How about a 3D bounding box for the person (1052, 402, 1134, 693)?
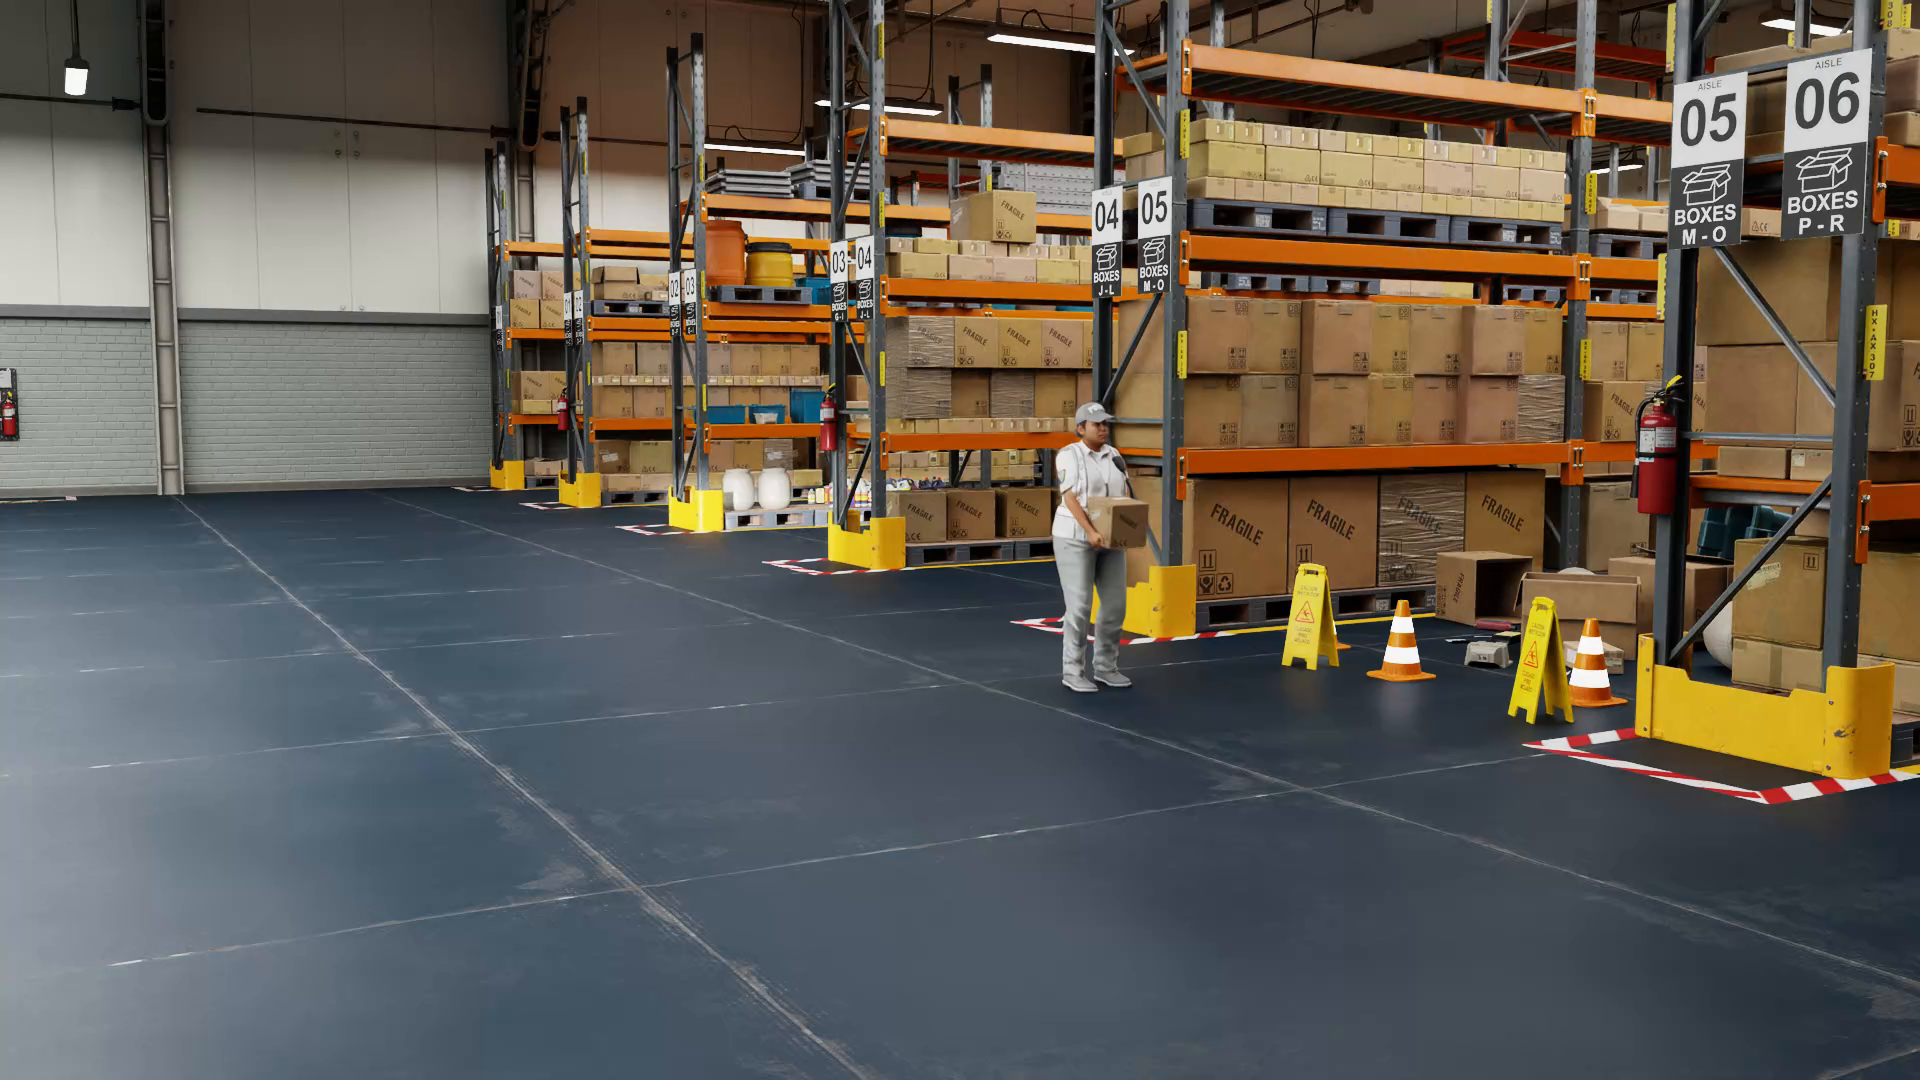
[{"bbox_3d":[0.806,0.036,9.643,0.452,1.662,0.539,-3,6,-29],"label":"person"}]
